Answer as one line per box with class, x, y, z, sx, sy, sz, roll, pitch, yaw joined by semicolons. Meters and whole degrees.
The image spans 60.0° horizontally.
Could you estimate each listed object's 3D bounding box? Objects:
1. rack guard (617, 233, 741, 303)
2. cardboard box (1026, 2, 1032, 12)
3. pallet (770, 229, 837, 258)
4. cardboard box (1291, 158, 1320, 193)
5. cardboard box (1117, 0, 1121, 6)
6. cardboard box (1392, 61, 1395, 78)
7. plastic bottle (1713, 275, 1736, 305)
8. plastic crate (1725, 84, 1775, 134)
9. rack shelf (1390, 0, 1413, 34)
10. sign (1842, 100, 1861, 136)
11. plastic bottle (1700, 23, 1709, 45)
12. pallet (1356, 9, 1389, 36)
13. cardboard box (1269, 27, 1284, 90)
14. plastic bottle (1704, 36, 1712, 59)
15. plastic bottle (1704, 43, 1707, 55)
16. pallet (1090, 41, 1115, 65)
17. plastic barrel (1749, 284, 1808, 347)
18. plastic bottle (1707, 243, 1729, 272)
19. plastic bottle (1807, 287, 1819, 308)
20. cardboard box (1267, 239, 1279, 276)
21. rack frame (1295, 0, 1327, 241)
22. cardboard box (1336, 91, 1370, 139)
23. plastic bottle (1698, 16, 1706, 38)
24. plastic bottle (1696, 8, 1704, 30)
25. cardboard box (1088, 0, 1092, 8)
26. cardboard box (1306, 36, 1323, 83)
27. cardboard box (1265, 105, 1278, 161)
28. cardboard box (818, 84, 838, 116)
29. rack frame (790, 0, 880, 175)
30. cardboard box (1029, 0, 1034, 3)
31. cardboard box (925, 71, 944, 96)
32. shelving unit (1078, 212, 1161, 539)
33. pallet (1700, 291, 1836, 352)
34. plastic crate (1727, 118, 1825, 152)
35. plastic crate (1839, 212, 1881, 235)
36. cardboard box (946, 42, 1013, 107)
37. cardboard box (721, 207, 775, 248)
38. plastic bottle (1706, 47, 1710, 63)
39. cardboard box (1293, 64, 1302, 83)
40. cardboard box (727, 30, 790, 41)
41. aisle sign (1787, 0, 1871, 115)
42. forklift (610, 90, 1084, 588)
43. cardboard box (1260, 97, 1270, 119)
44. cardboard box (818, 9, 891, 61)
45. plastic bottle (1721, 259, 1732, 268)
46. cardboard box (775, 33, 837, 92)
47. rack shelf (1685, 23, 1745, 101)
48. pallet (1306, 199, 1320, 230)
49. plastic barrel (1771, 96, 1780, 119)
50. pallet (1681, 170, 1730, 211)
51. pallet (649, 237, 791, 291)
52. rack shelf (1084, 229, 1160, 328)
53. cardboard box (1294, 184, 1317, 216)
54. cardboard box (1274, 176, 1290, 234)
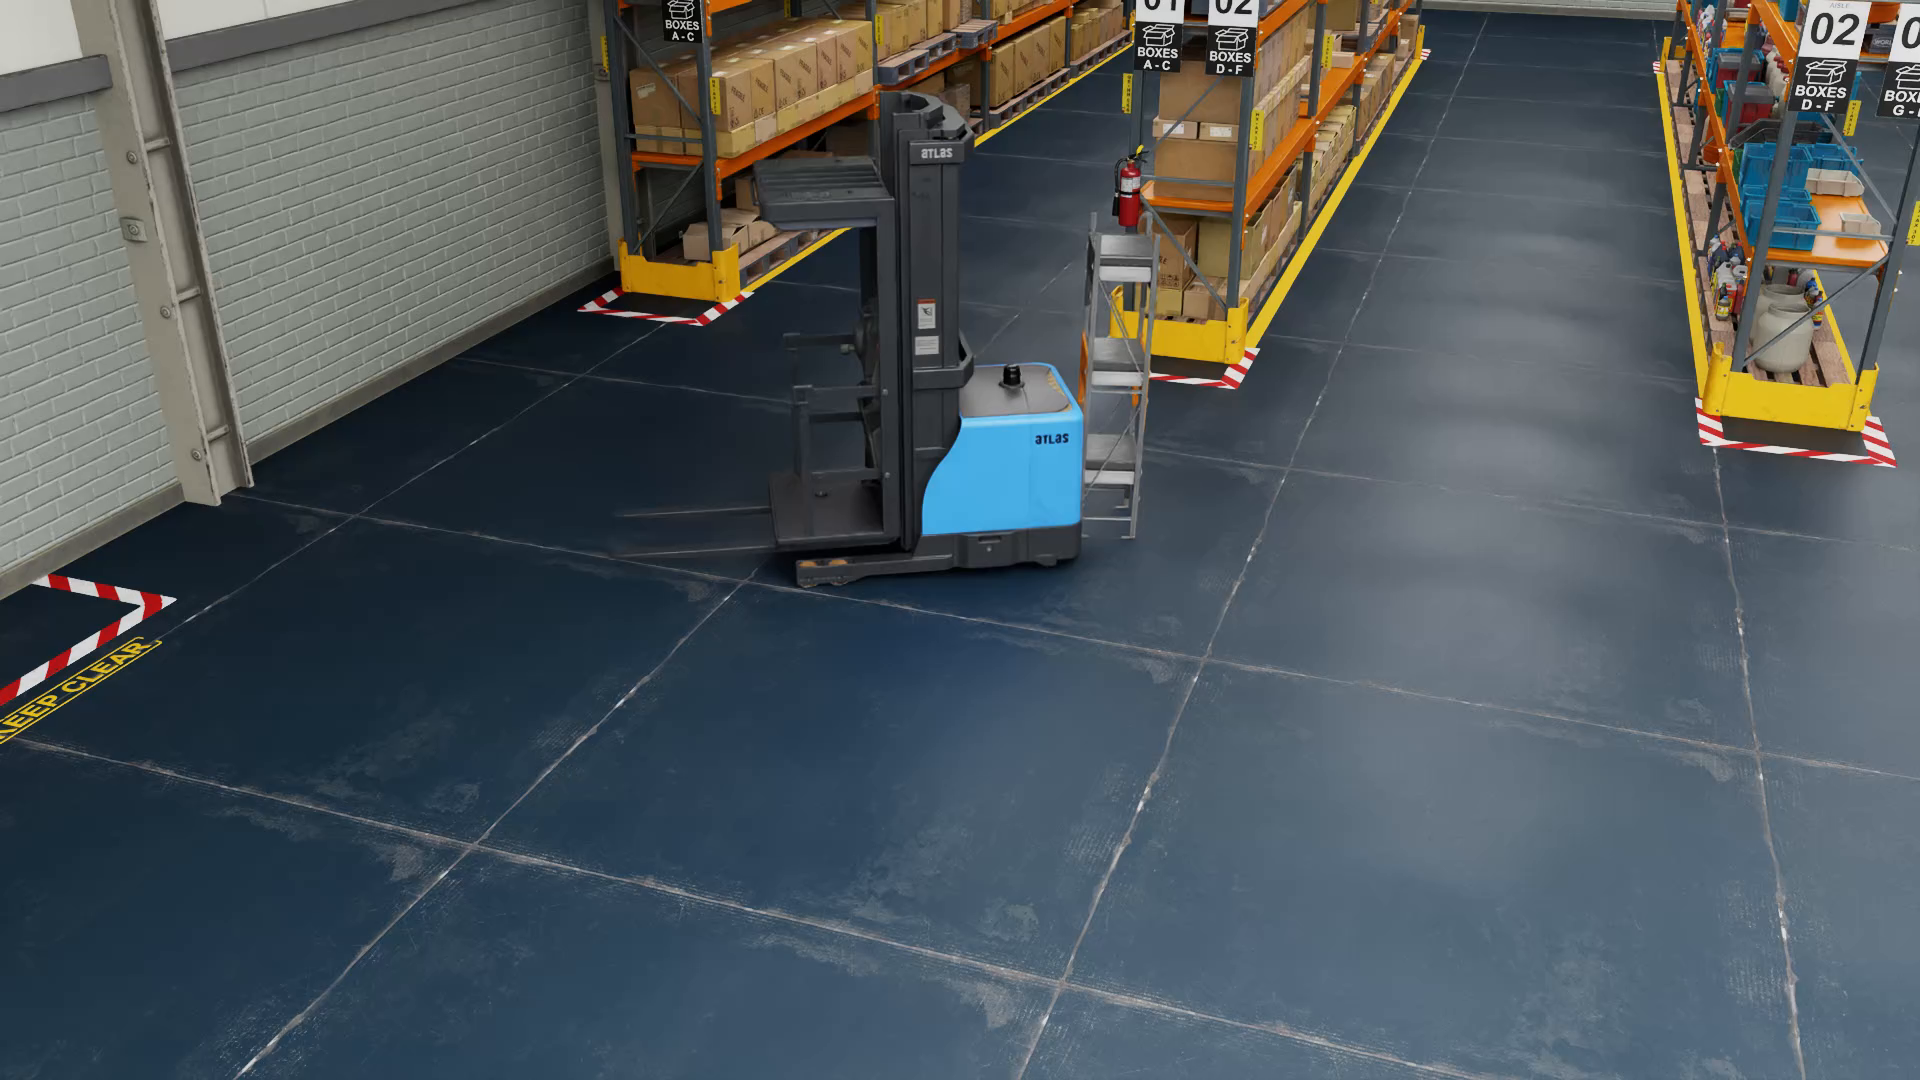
rack guard;-2.727;-2.651;16.152;1.175;0.500;0.348;9;27;17
cardboard box;0.832;-7.769;24.120;0.380;0.149;0.250;10;27;19
pallet;-2.016;-3.350;17.926;1.003;0.211;1.213;9;27;17
cardboard box;3.624;-4.010;18.119;0.500;0.311;0.500;9;27;18
cardboard box;2.562;-9.295;28.647;0.380;0.149;0.250;8;27;17
cardboard box;6.257;-7.089;25.029;0.500;0.311;0.500;9;27;17
plastic bottle;6.943;-2.256;15.087;0.152;0.276;0.135;8;27;16
plastic crate;7.794;-4.224;16.460;0.402;0.464;0.583;9;27;17
rack shelf;6.579;-8.458;26.102;1.077;0.370;4.000;9;27;17
sign;8.436;-3.993;15.736;0.100;0.325;0.005;9;27;17
plastic bottle;9.620;-6.528;21.437;0.097;0.271;0.097;0;26;0
pallet;5.225;-7.029;22.546;1.003;0.211;1.213;9;27;17
cardboard box;2.608;-4.499;15.497;0.700;0.500;0.500;9;27;17
plastic bottle;9.246;-6.066;20.484;0.097;0.271;0.097;0;26;0
plastic bottle;9.311;-6.114;20.664;0.097;0.201;0.097;0;26;0
pallet;1.972;-8.226;27.997;1.003;0.211;1.213;9;27;17
plastic barrel;6.904;-1.865;14.033;0.421;0.512;0.421;0;26;0
plastic bottle;7.320;-2.720;16.047;0.152;0.276;0.135;10;27;19
plastic bottle;7.601;-2.119;14.811;0.097;0.271;0.097;0;26;0
cardboard box;2.809;-2.784;16.231;0.500;0.250;0.500;9;27;17
rack frame;3.251;-4.672;17.458;1.000;3.000;0.127;9;27;17
cardboard box;5.003;-5.535;21.602;0.500;0.500;0.500;10;28;20
plastic bottle;9.763;-6.734;21.849;0.061;0.283;0.133;9;27;17
plastic bottle;10.014;-7.044;22.490;0.061;0.283;0.133;9;27;17
cardboard box;2.035;-9.143;28.335;0.380;0.149;0.250;9;27;18
cardboard box;3.864;-5.453;18.955;0.500;0.500;0.500;9;27;18
cardboard box;2.600;-3.900;15.748;0.700;0.500;0.500;10;27;19
cardboard box;-1.620;-4.679;17.622;0.500;0.250;0.500;9;27;17
rack frame;-1.421;-5.389;18.938;1.000;3.000;0.127;9;27;17
cardboard box;0.828;-8.016;23.885;0.500;0.500;0.500;10;27;19
cardboard box;-0.530;-5.915;21.527;0.500;0.250;0.500;9;27;18
shelving unit;1.017;-1.069;11.031;0.431;2.100;0.503;2;26;-1
pallet;7.254;-1.924;14.982;1.003;0.211;1.213;9;27;17
plastic crate;7.627;-3.728;15.578;0.767;0.338;0.504;9;27;17
plastic crate;7.191;-2.511;13.297;0.298;0.136;0.250;9;27;17
cardboard box;0.278;-6.537;23.295;0.750;0.750;0.750;8;27;17
cardboard box;-2.248;-3.239;17.077;0.500;0.311;0.500;11;28;22
plastic bottle;9.061;-5.867;20.058;0.061;0.283;0.133;9;27;17
cardboard box;3.194;-4.657;16.567;0.380;0.149;0.250;8;27;16
cardboard box;-2.122;-5.089;17.607;0.500;0.500;0.500;10;27;19
aisle sign;6.286;-3.492;12.037;0.394;0.787;0.004;9;27;17
forklift;-0.768;-1.261;10.491;3.031;2.935;1.130;-4;26;-8
cardboard box;2.596;-3.920;15.045;0.380;0.149;0.250;8;27;16
cardboard box;-1.220;-5.836;19.242;0.700;0.500;0.500;9;27;18
plastic bottle;7.185;-2.507;15.612;0.097;0.271;0.097;0;26;0
cardboard box;-1.626;-5.018;17.460;0.500;0.500;0.500;8;27;16
rack shelf;9.918;-6.094;21.220;1.077;0.370;4.000;9;27;17
pallet;3.460;-3.726;18.702;1.003;0.211;1.213;9;27;17
plastic barrel;8.506;-4.412;17.078;0.301;0.262;0.301;0;26;0
pallet;8.958;-4.028;19.328;1.003;0.211;1.213;9;27;17
pallet;-2.424;-2.850;16.894;1.003;0.211;1.213;9;27;17
rack shelf;1.039;-1.686;10.732;0.431;0.518;0.480;2;26;-1
cardboard box;3.619;-3.753;18.233;0.500;0.250;0.500;8;27;16
cardboard box;2.963;-3.329;16.496;0.500;0.500;0.500;9;27;17
